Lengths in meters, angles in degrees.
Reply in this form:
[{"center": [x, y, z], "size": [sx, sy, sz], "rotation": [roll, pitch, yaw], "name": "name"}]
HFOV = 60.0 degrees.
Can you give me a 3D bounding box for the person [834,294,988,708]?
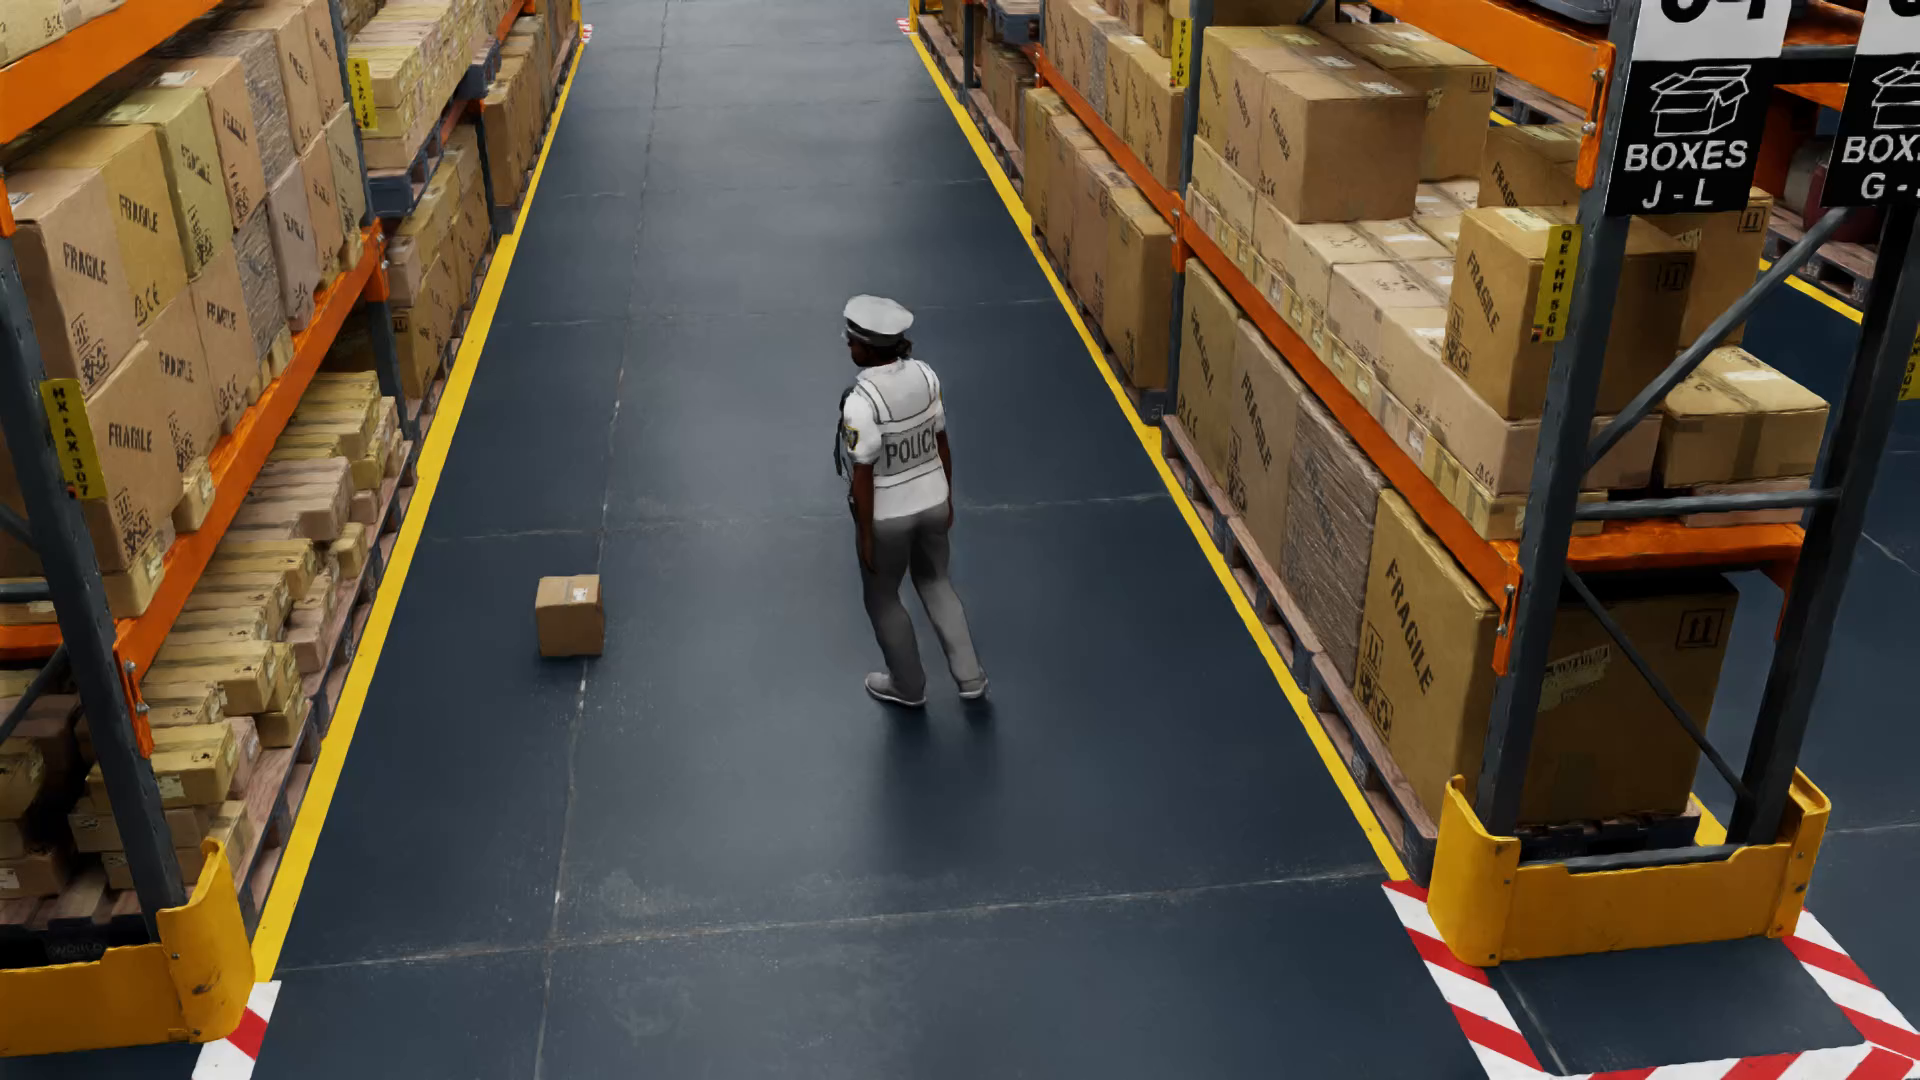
[{"center": [-0.163, -0.090, 6.281], "size": [0.519, 1.666, 0.536], "rotation": [-23, 35, -37], "name": "person"}]
